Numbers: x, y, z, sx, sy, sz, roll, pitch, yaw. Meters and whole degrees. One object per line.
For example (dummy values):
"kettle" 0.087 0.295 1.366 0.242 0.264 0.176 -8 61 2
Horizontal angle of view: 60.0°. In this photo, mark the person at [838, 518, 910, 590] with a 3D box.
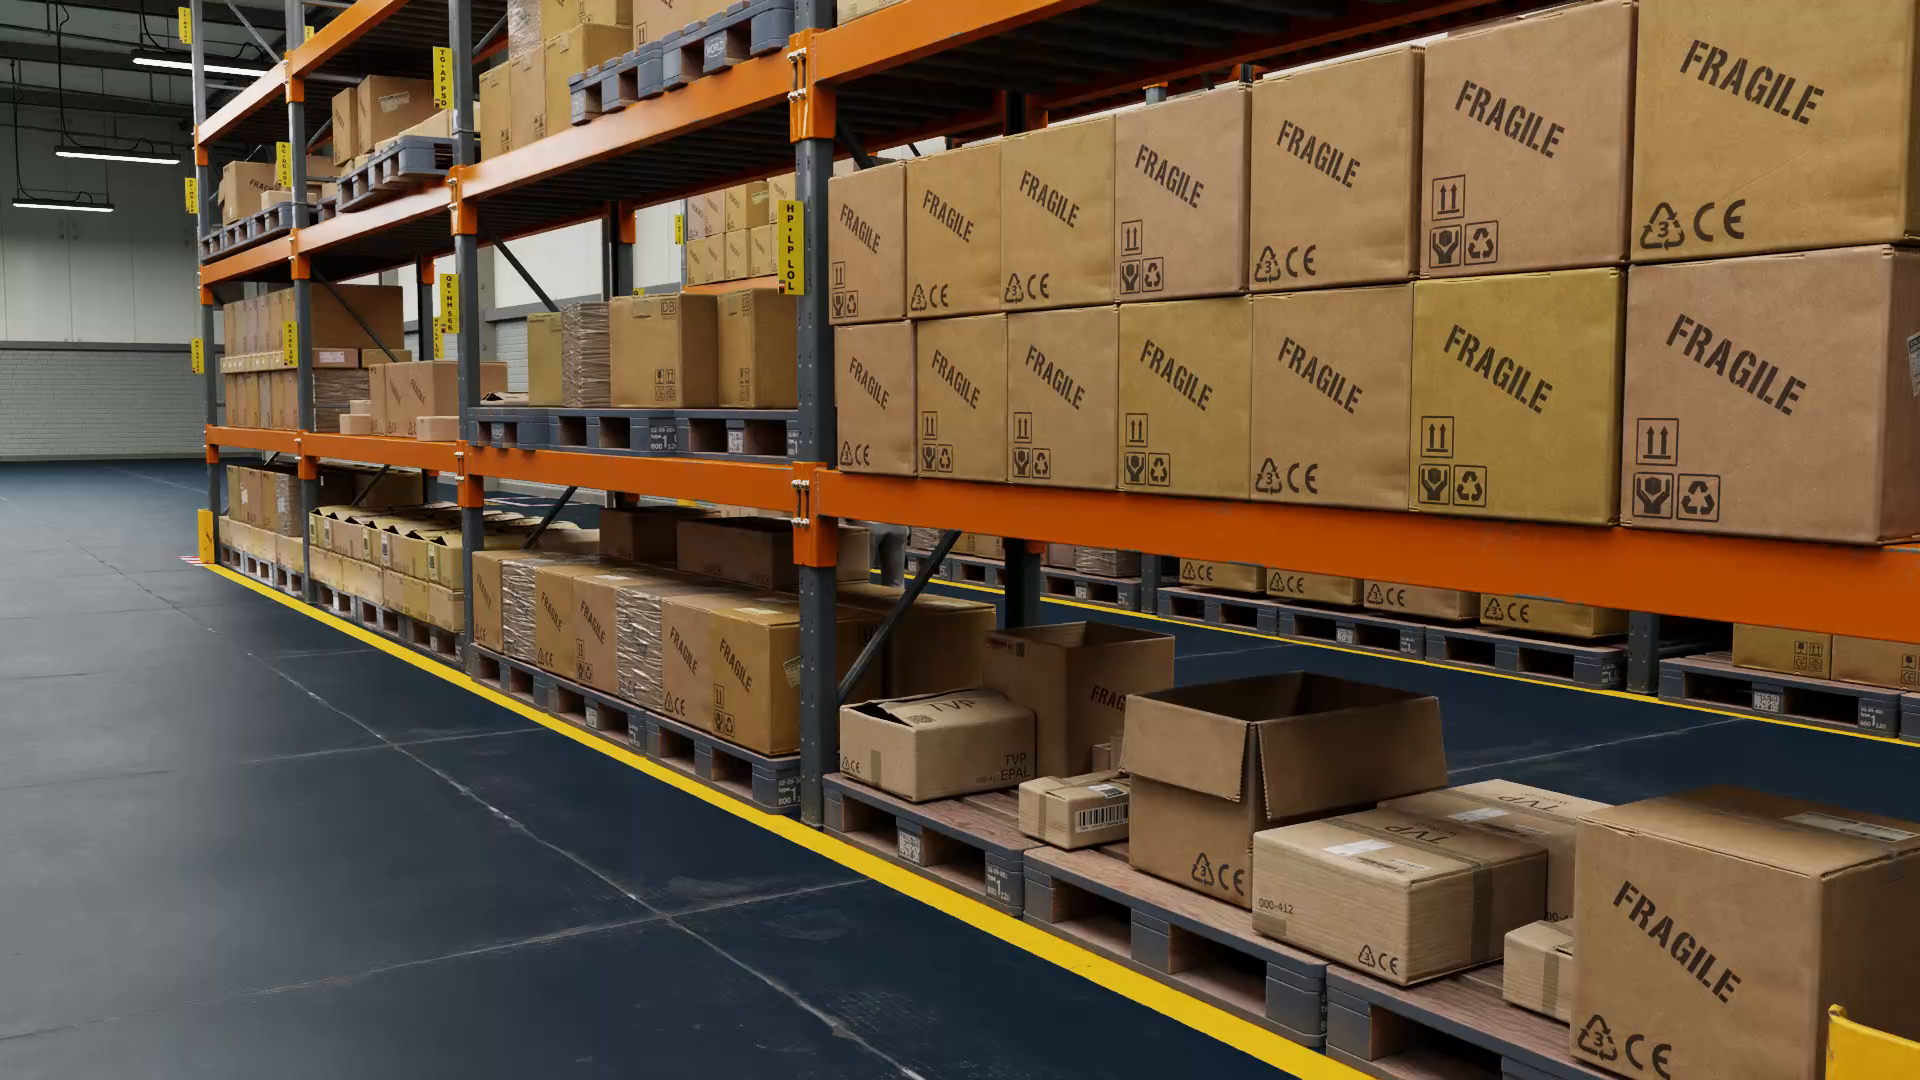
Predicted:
"person" -0.491 -0.074 9.450 0.539 1.663 0.376 -3 6 -35
